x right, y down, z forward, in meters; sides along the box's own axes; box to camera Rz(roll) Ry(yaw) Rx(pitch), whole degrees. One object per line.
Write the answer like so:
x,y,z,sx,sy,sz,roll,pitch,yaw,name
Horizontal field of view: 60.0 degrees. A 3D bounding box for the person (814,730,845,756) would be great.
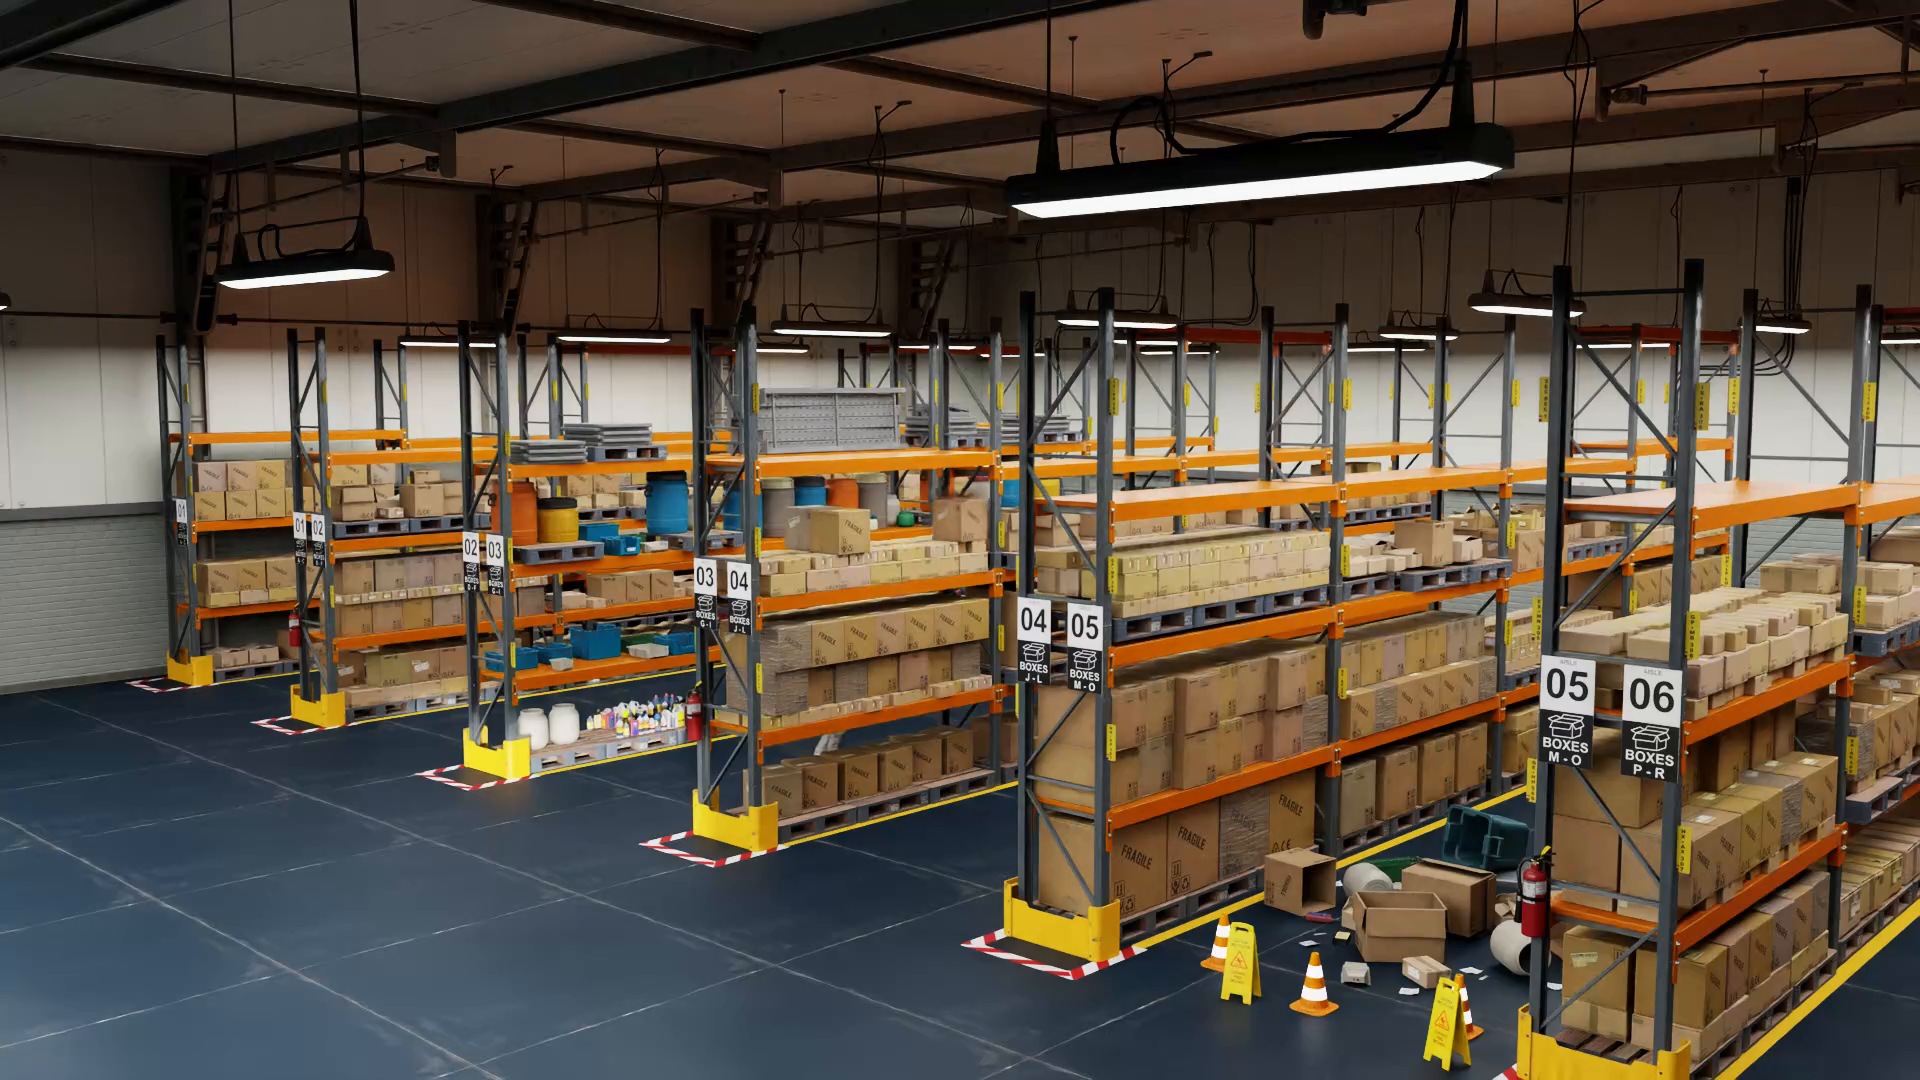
-1.666,2.220,21.812,0.605,1.782,0.428,5,7,41,person
